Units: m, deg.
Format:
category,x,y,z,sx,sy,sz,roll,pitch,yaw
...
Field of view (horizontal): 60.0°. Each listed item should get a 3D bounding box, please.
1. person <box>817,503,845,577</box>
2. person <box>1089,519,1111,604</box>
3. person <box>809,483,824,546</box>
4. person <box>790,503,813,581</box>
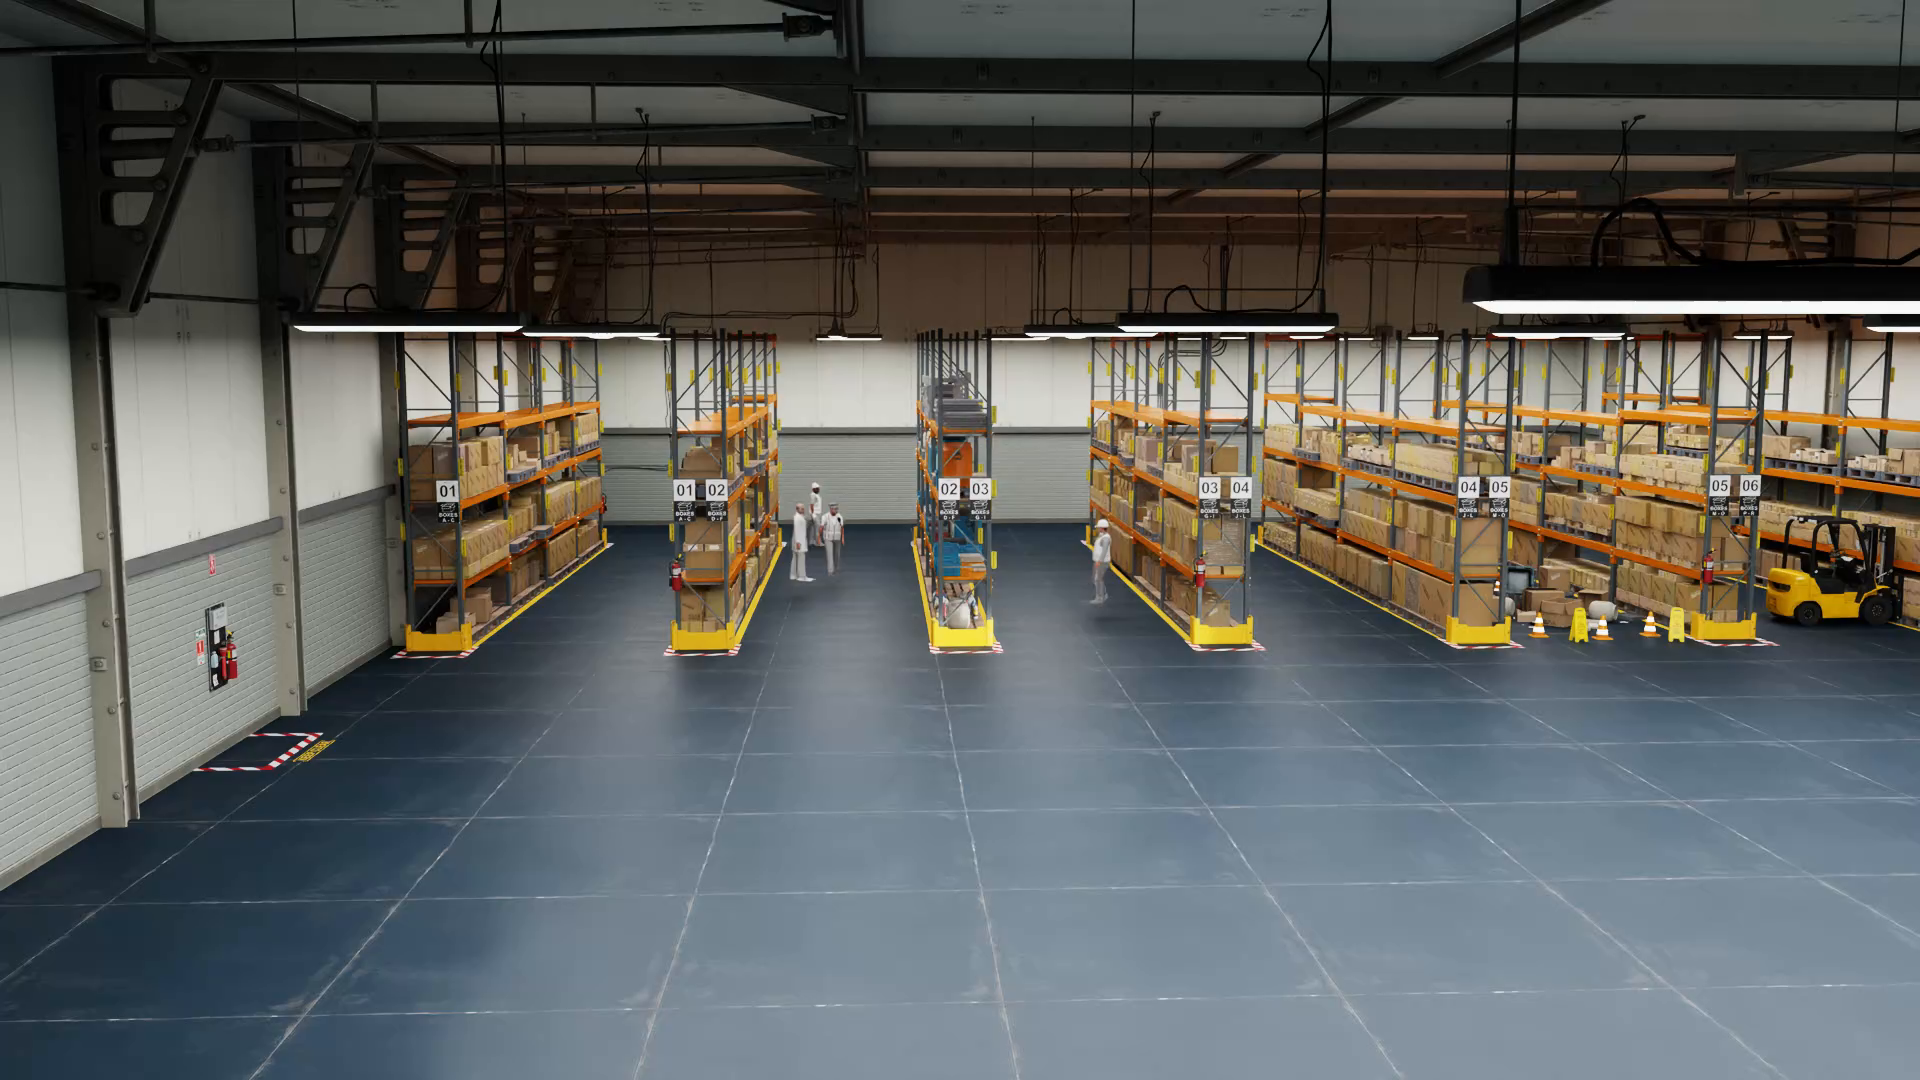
category,x,y,z,sx,sy,sz,roll,pitch,yaw
person,-3.029,-0.012,39.015,0.648,1.730,0.923,-1,7,-12
person,2.928,0.484,34.929,0.500,1.835,0.589,-2,7,-15
person,-4.022,-0.732,47.282,0.537,1.802,0.593,0,7,4
person,-3.667,0.044,38.219,0.518,1.800,0.587,-2,7,-18
